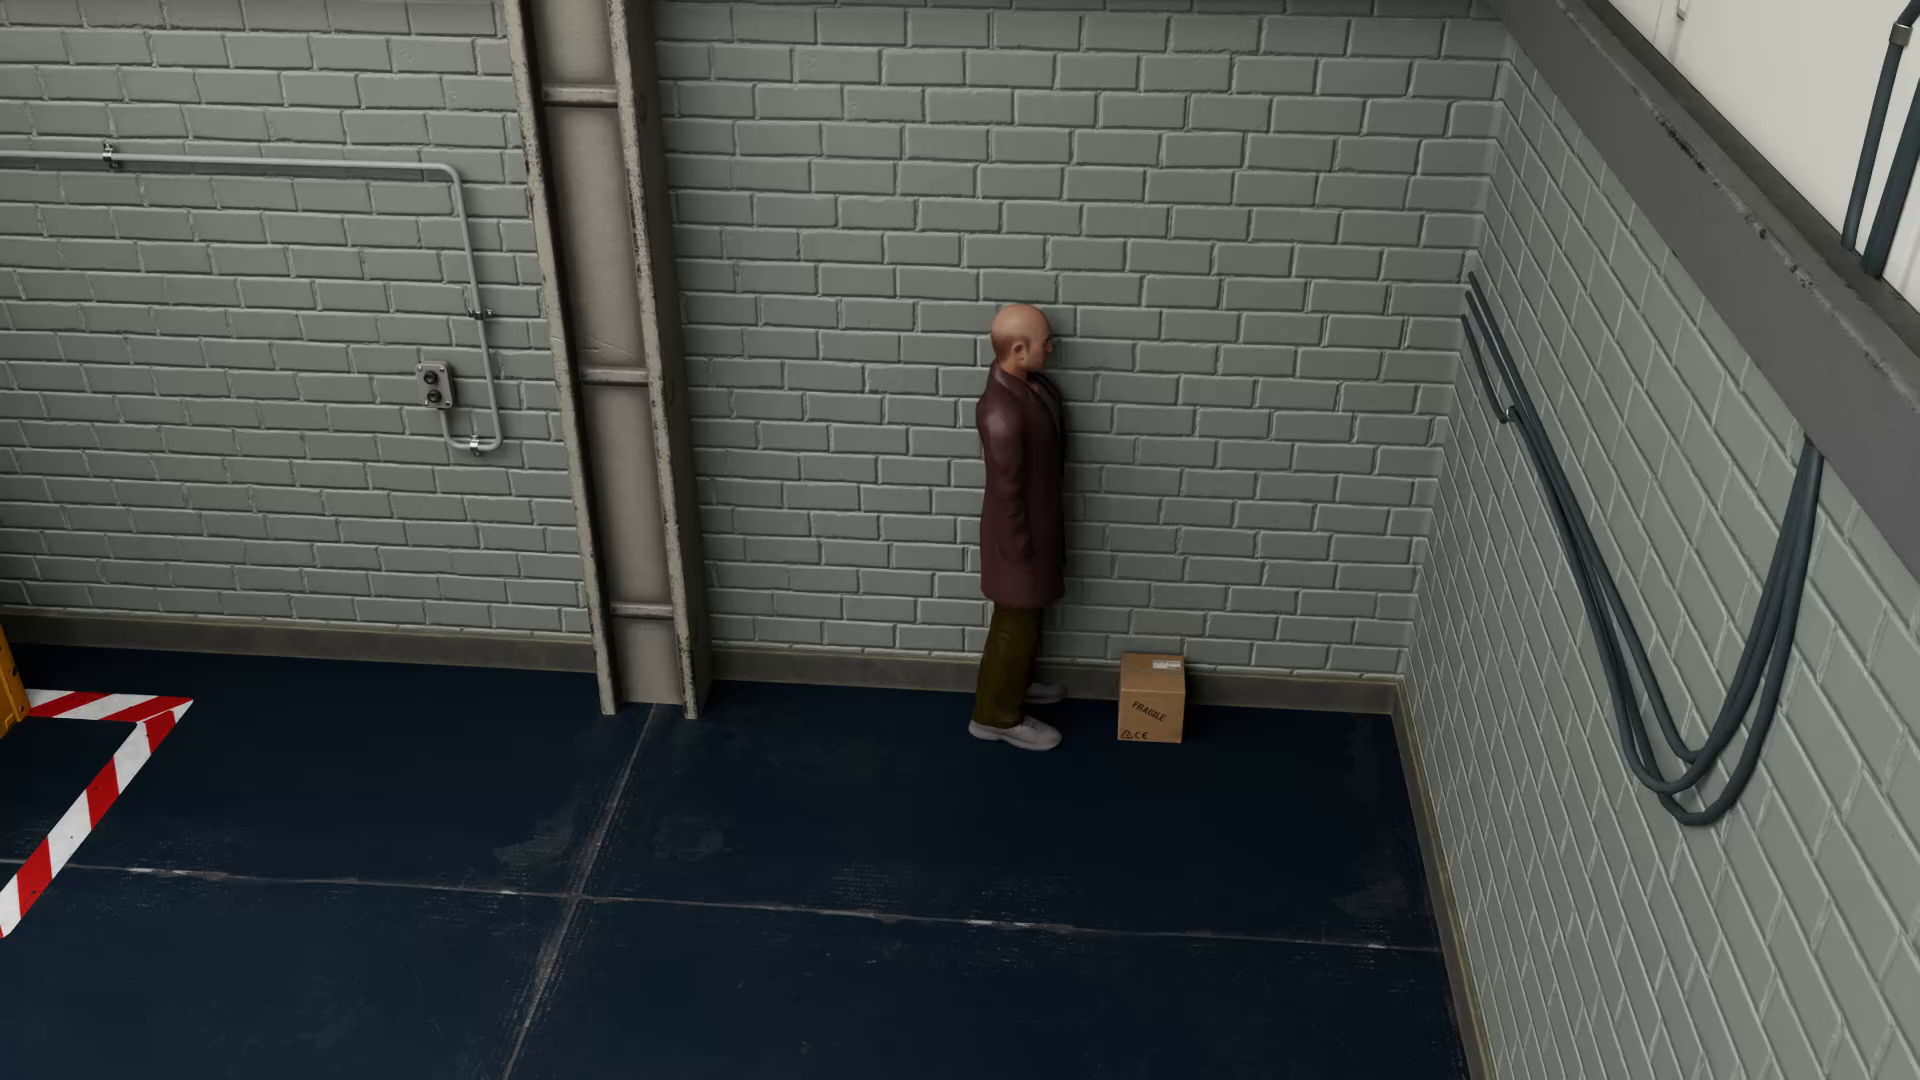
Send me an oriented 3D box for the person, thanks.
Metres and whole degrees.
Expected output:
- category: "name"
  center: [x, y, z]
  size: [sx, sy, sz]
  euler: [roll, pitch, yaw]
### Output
- category: "person"
  center: [0.237, -0.055, 6.250]
  size: [0.380, 1.781, 0.562]
  euler: [3, 32, 5]
